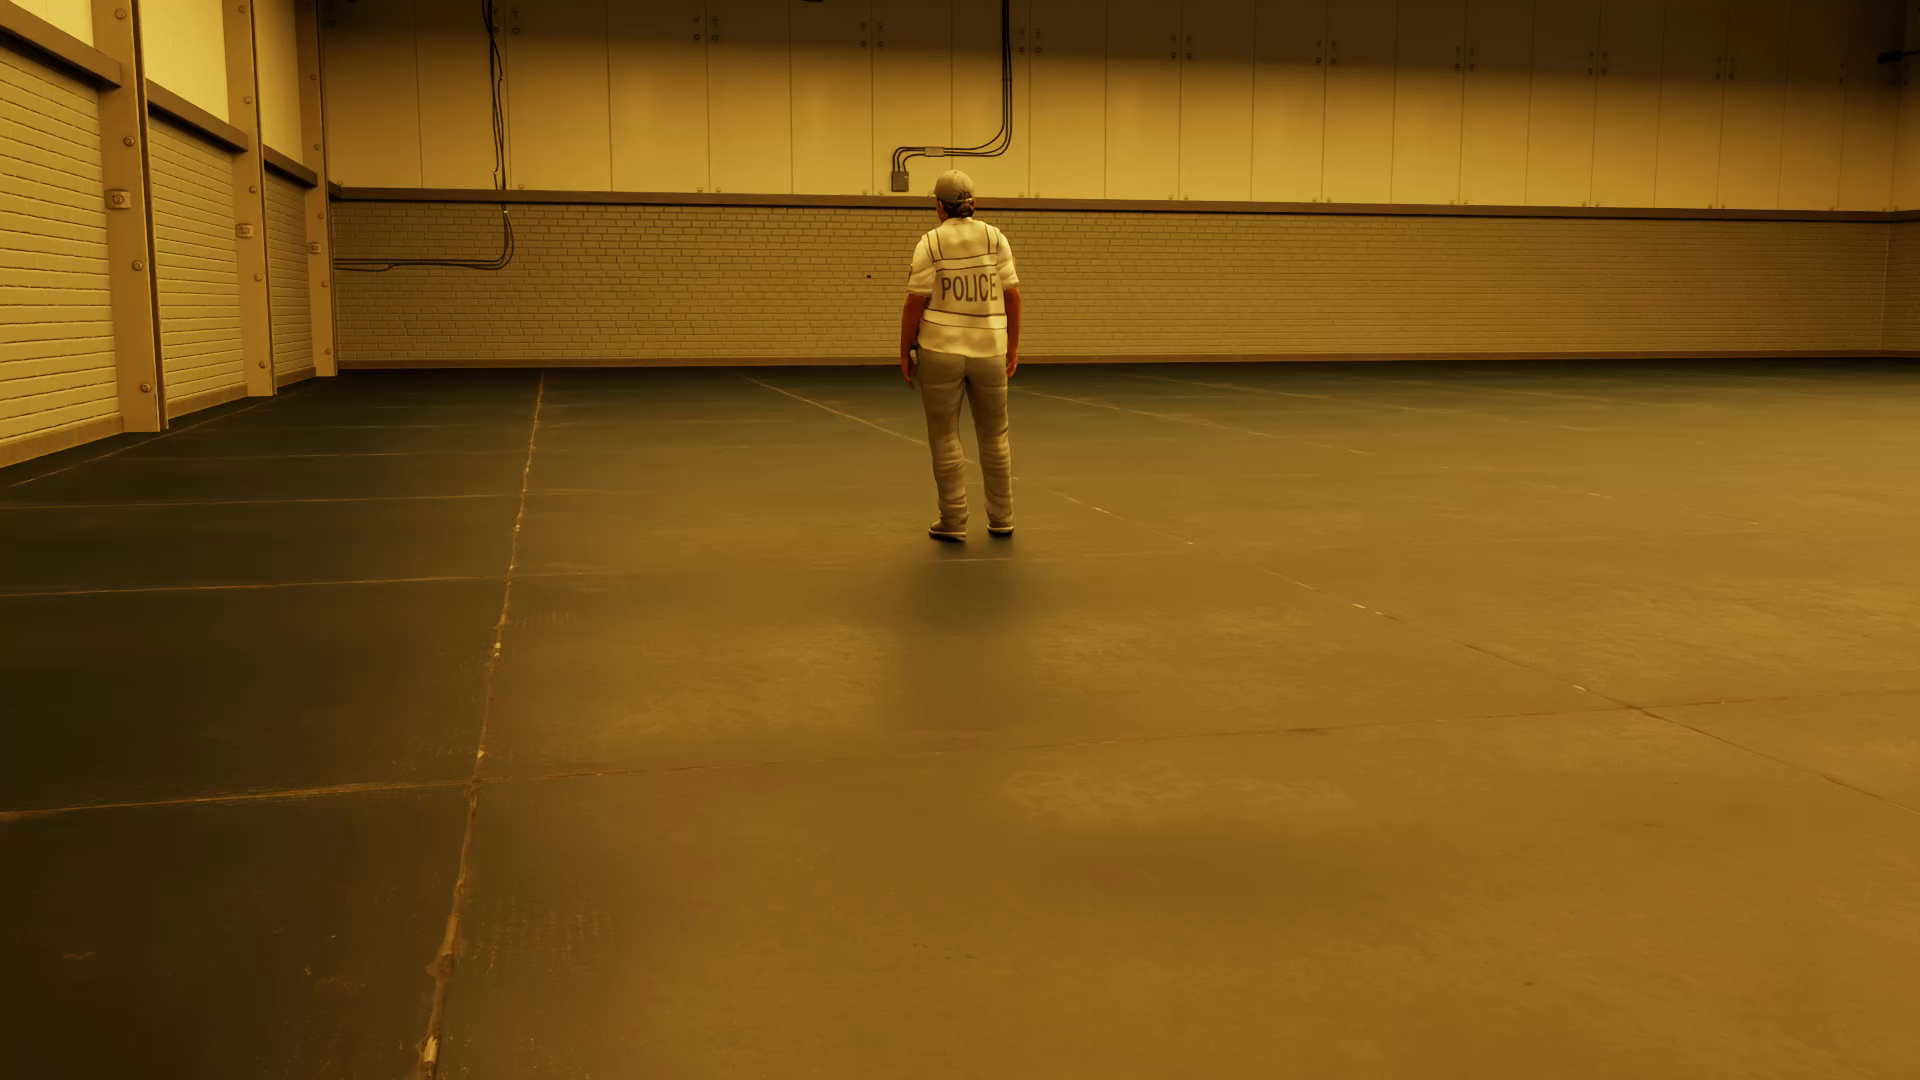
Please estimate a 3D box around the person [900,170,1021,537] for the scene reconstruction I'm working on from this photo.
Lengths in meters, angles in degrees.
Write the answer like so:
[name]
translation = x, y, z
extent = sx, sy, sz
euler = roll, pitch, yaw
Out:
[person]
translation = 0.004, -0.843, 7.670
extent = 0.598, 1.670, 0.529
euler = -2, 8, -13
